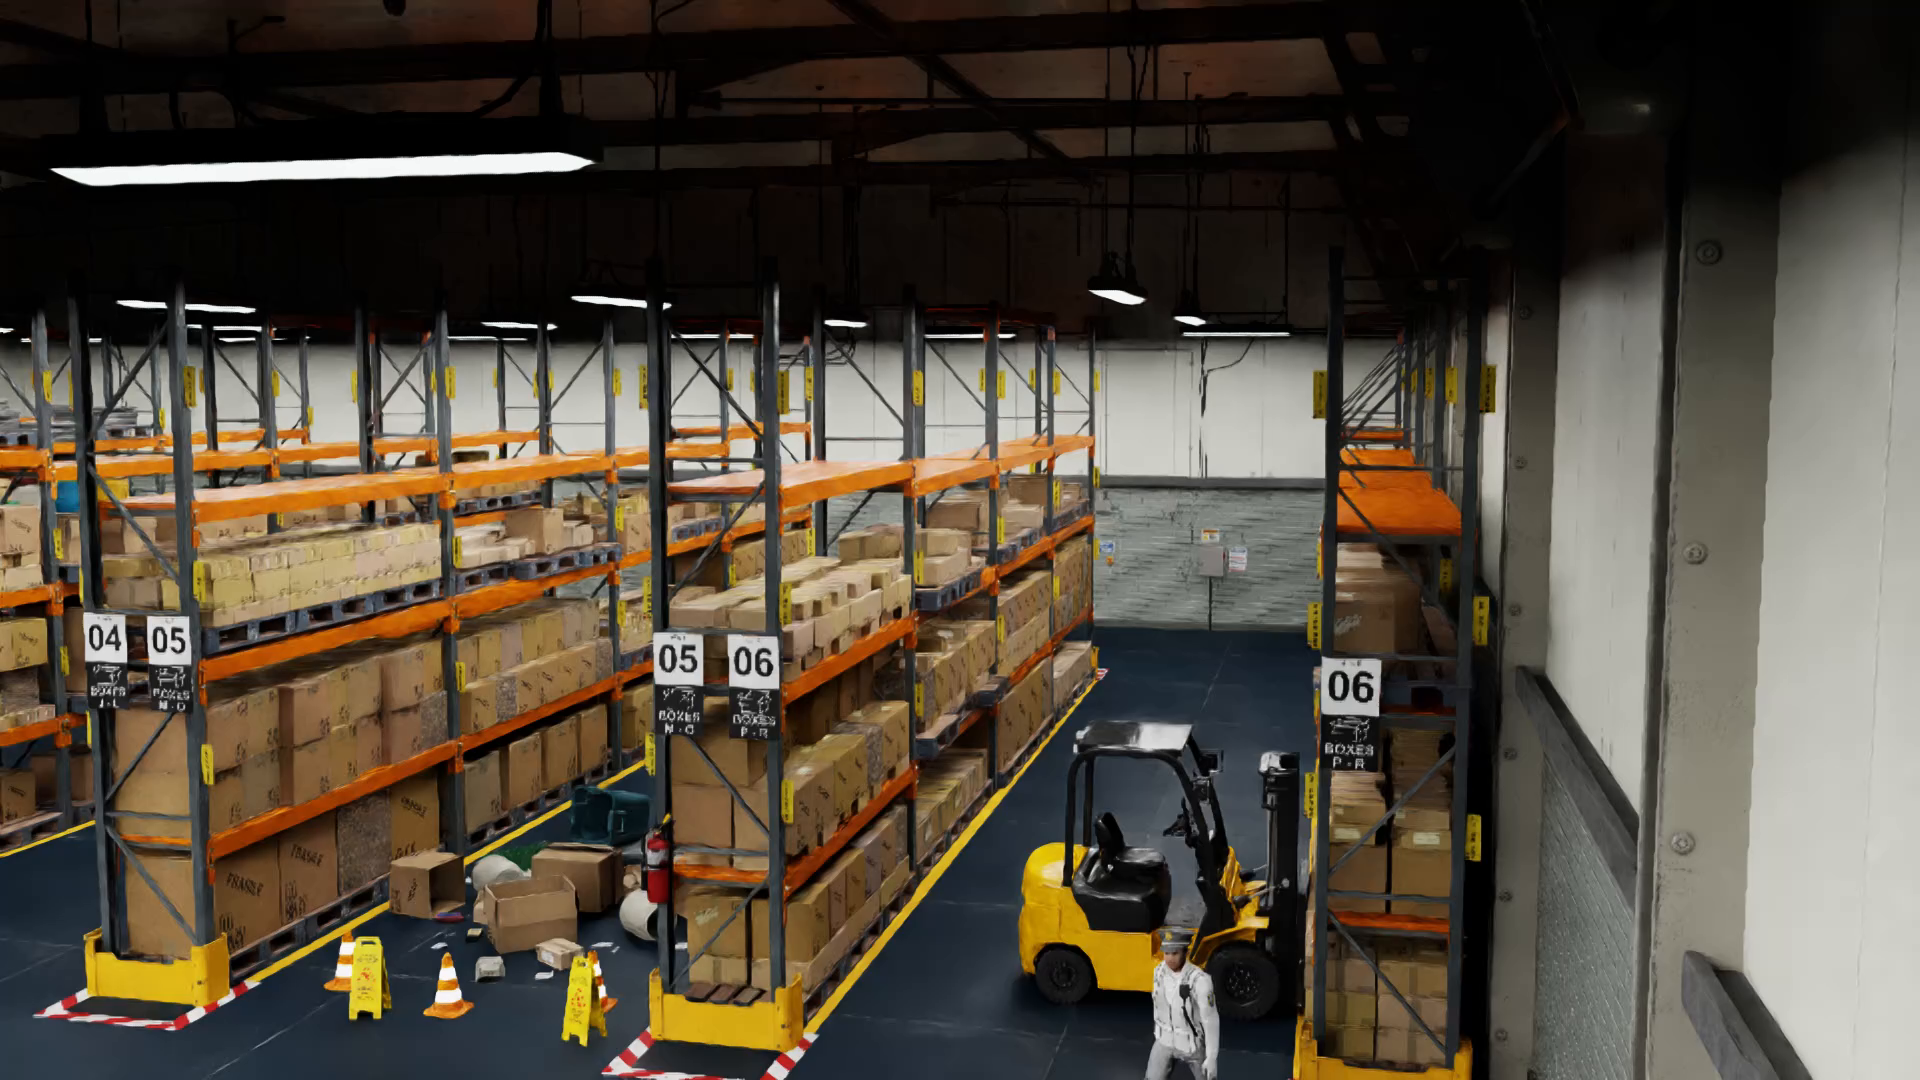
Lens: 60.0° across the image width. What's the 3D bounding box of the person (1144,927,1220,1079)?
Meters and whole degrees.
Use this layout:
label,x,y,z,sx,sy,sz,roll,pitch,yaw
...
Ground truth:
label,x,y,z,sx,sy,sz,roll,pitch,yaw
person,1.479,3.267,10.828,0.521,1.611,0.938,4,7,34
